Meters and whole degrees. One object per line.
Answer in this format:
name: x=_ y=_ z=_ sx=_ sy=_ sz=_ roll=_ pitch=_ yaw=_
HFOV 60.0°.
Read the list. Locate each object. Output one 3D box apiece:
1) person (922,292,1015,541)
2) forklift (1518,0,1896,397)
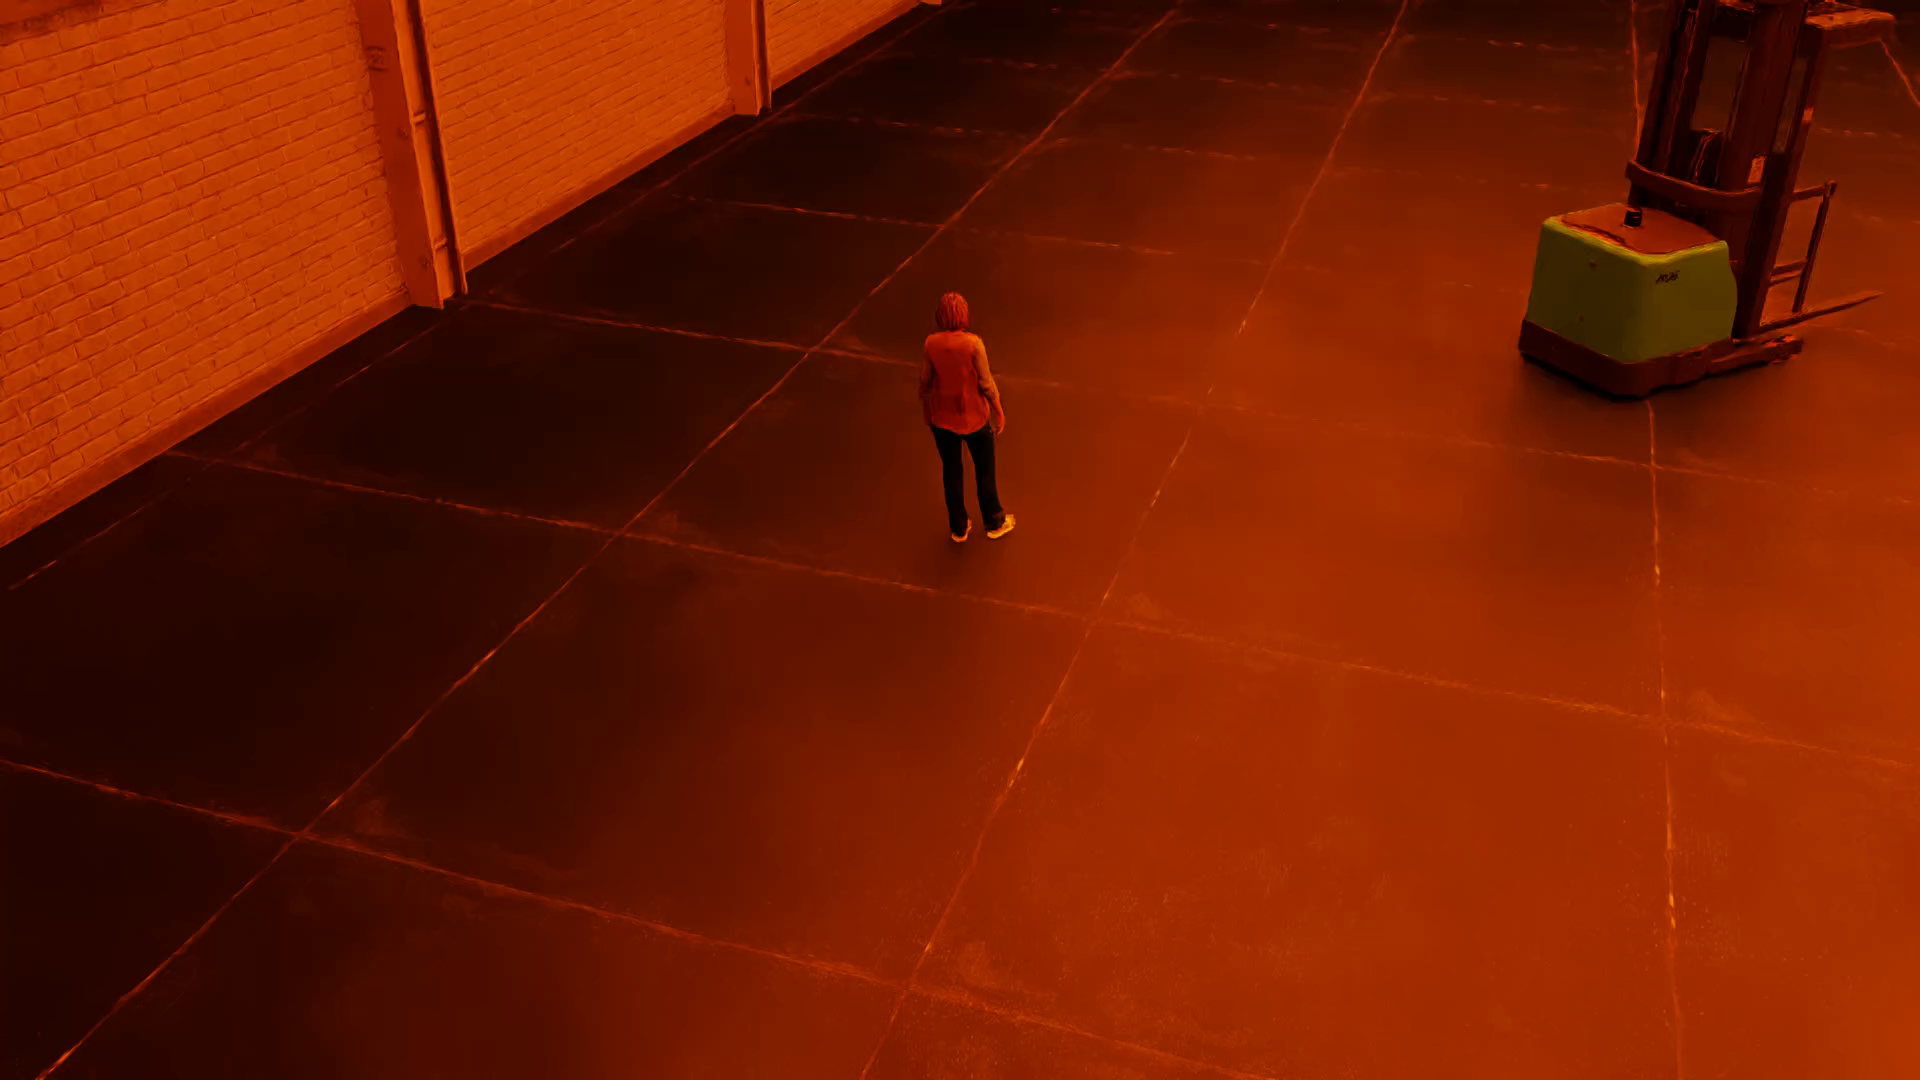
person: x=0.041 y=-0.732 z=9.753 sx=0.513 sy=1.597 sz=0.474 roll=10 pitch=31 yaw=16
forklift: x=5.734 y=-2.803 z=12.054 sx=3.031 sy=2.935 sz=1.130 roll=-15 pitch=33 yaw=-25
